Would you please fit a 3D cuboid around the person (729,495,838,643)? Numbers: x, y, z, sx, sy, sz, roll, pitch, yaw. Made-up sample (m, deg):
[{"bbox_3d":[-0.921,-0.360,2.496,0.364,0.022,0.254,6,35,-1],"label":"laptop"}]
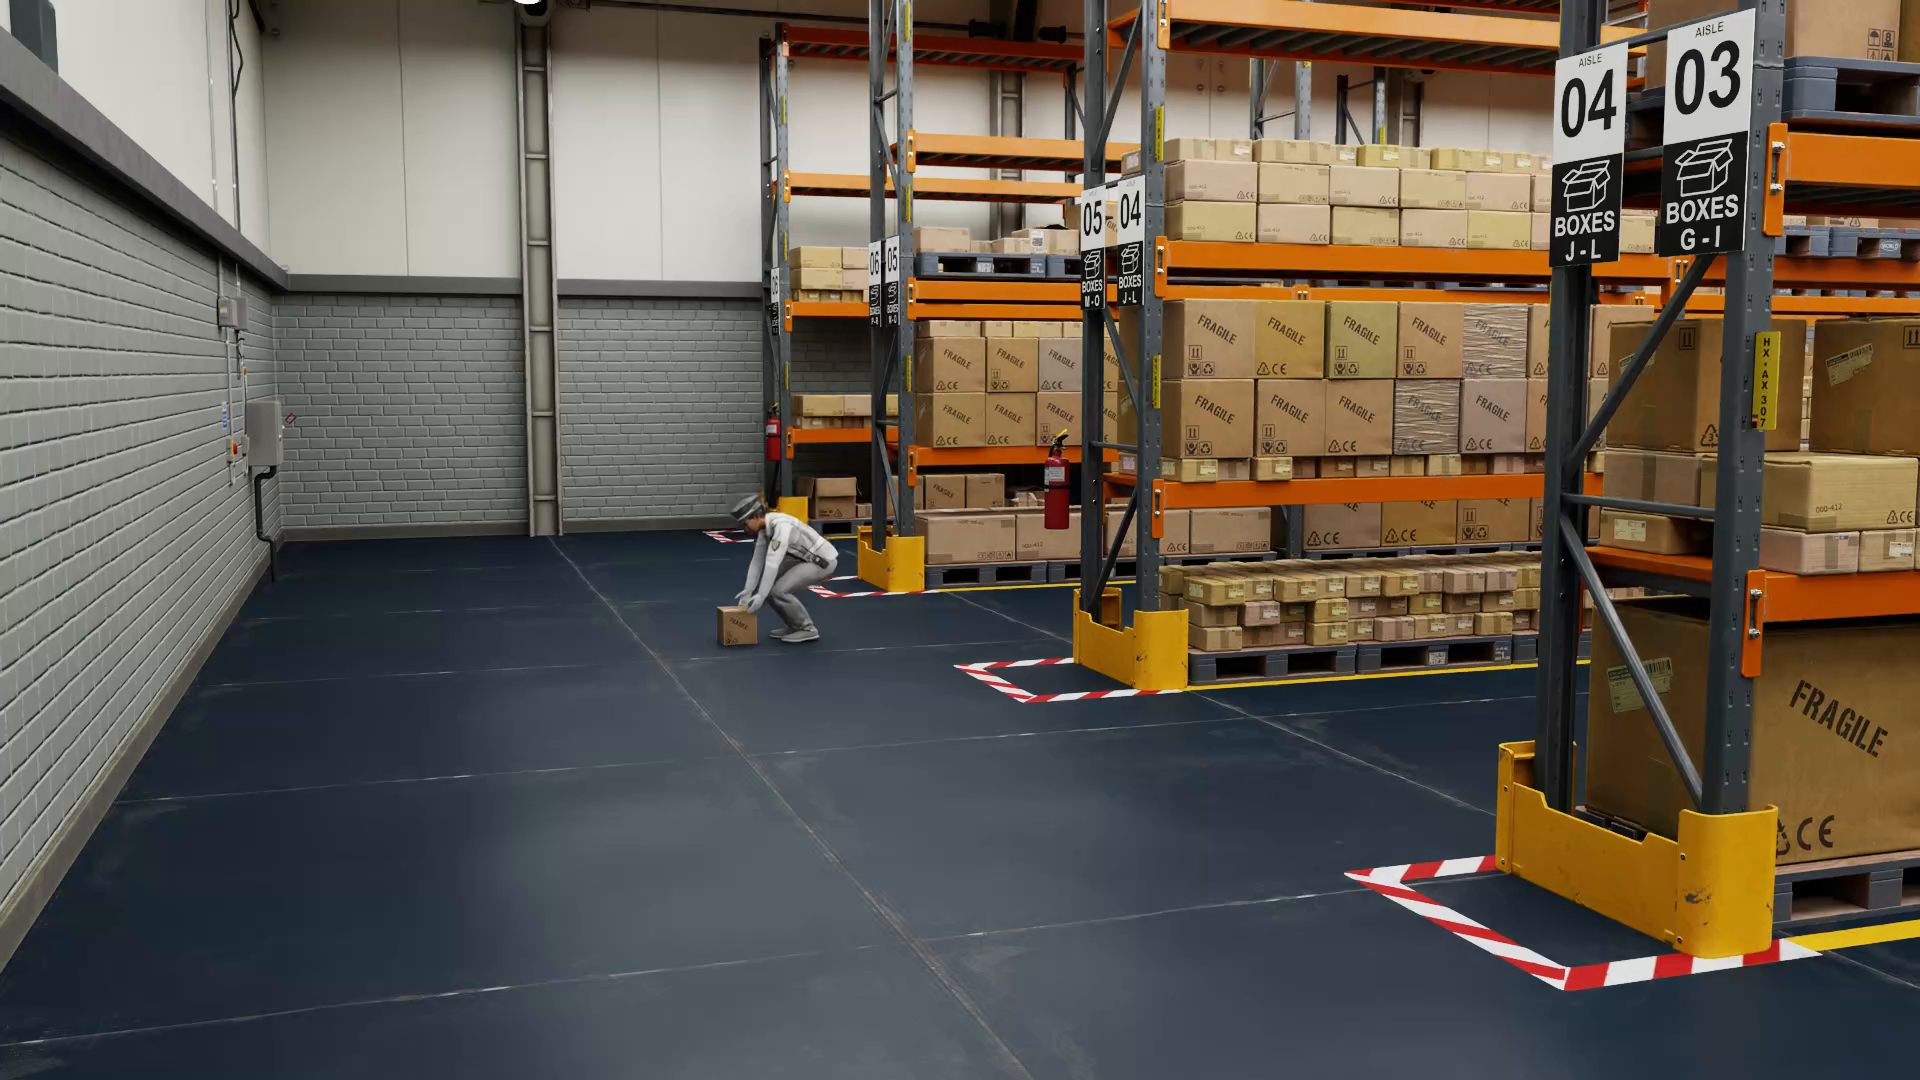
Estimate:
[{"bbox_3d":[-1.307,0.206,12.346,0.820,1.101,0.510,-2,6,-19],"label":"person"}]
